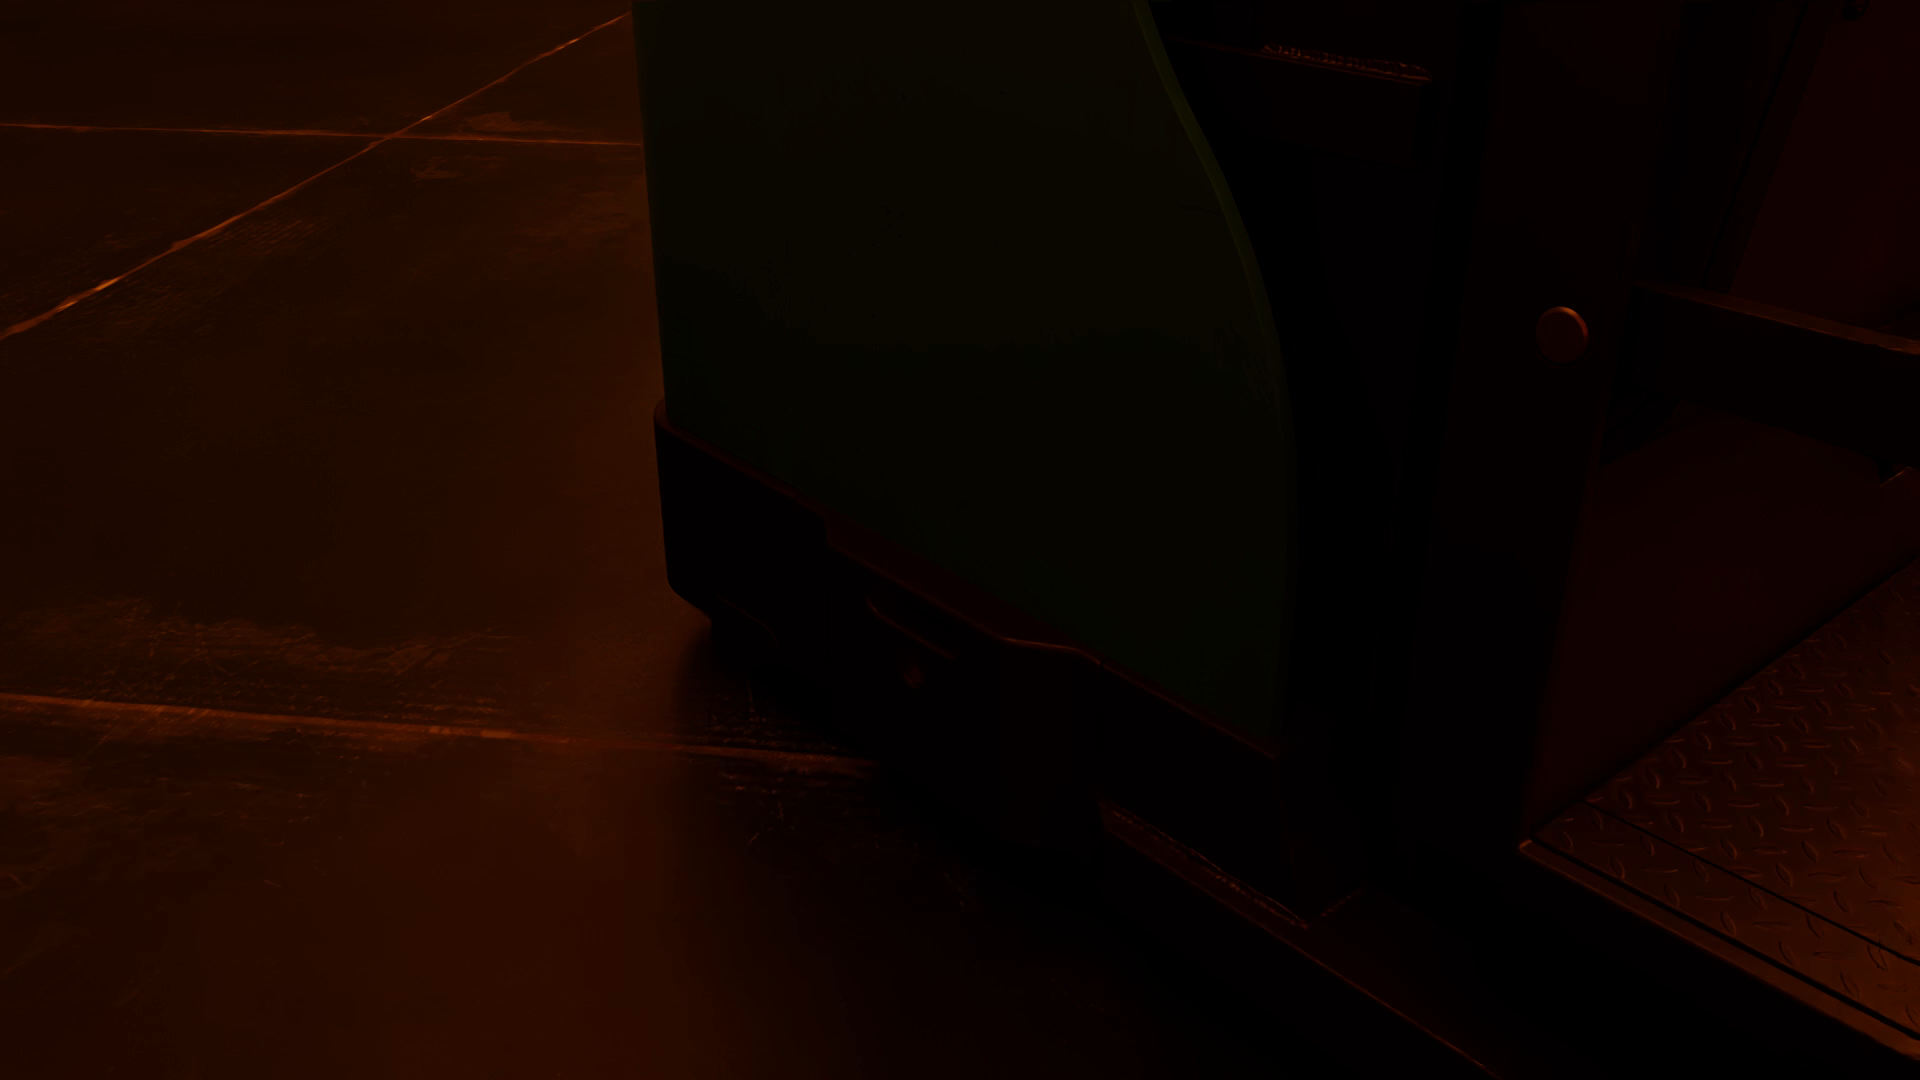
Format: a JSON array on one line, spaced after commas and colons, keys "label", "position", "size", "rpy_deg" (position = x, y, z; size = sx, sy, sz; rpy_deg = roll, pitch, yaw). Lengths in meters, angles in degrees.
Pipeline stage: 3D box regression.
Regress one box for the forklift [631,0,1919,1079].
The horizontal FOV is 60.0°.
[{"label": "forklift", "position": [0.952, -0.852, 0.925], "size": [1.130, 2.935, 3.031], "rpy_deg": [-21, 33, -36]}]
